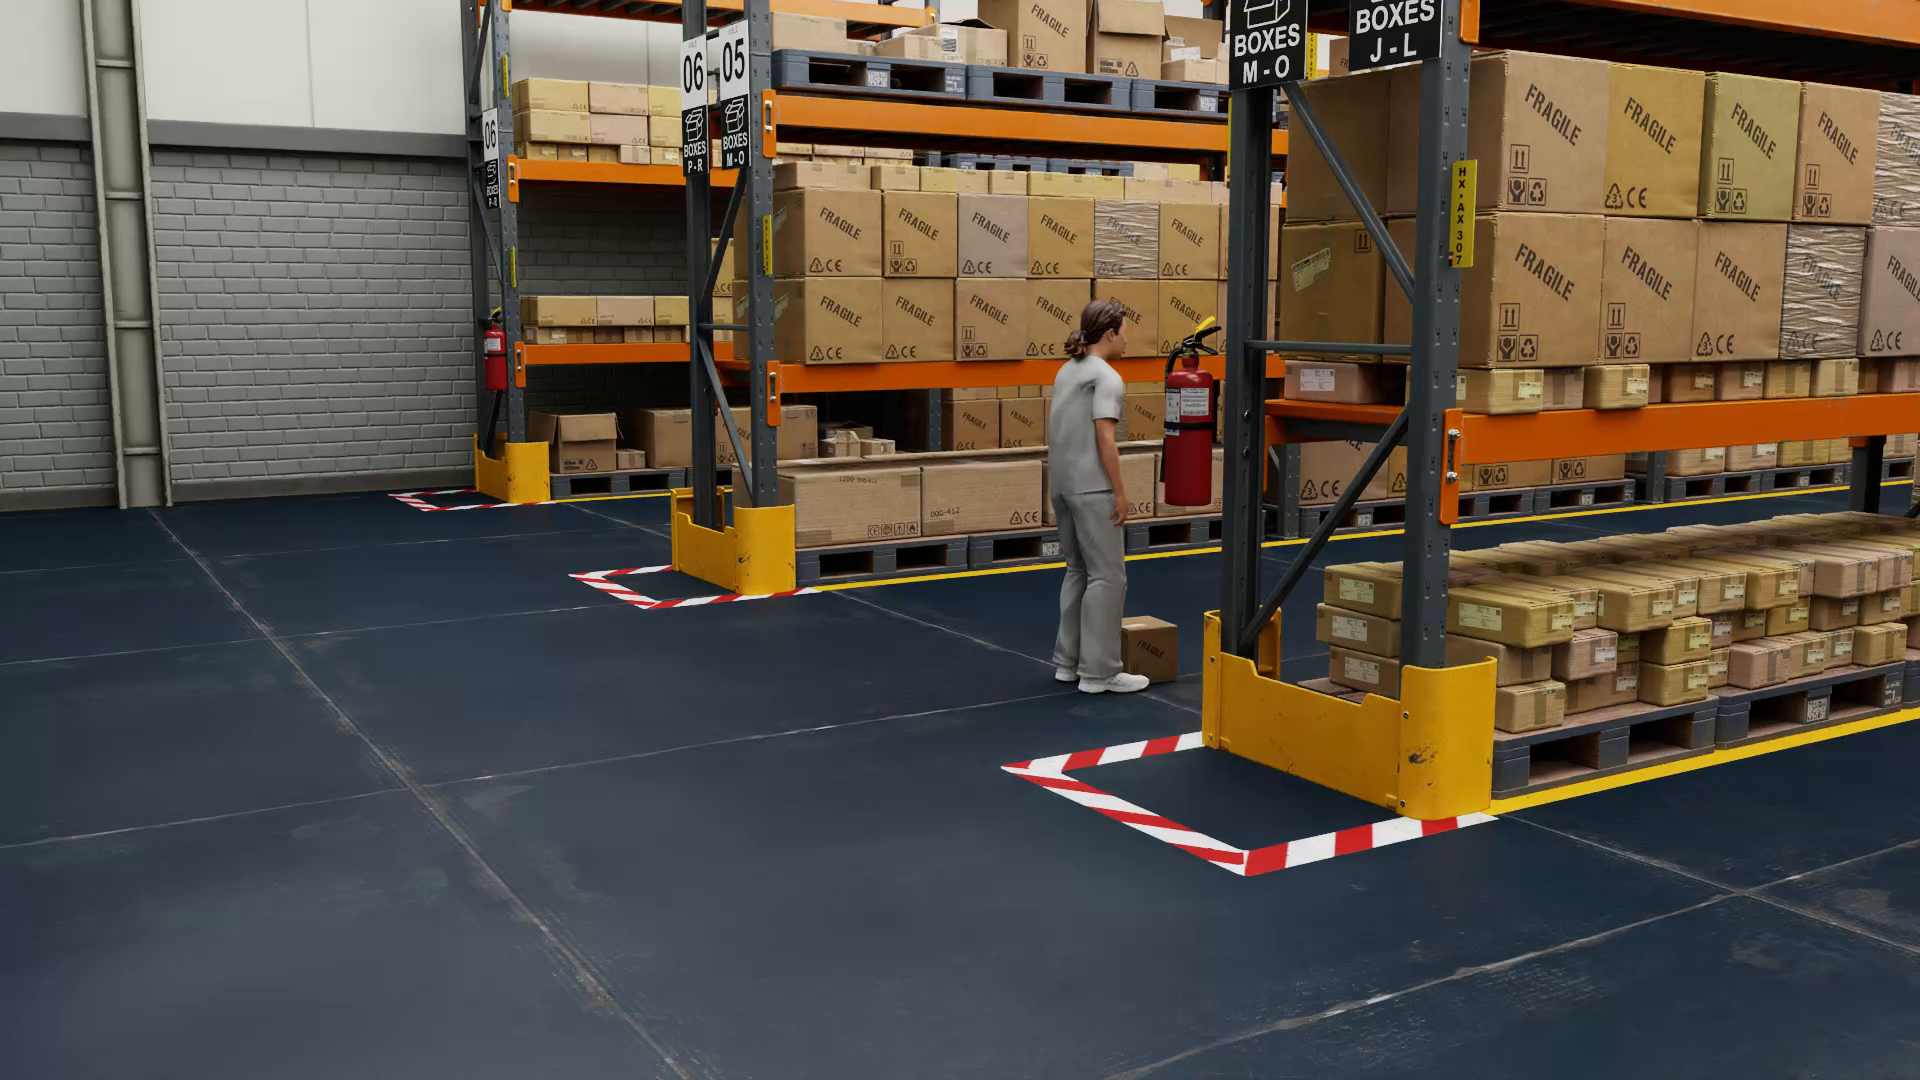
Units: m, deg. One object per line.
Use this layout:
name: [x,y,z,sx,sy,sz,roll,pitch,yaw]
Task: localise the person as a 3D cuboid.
person: [0.574,-0.198,7.202,0.358,1.673,0.492,-3,9,-23]
